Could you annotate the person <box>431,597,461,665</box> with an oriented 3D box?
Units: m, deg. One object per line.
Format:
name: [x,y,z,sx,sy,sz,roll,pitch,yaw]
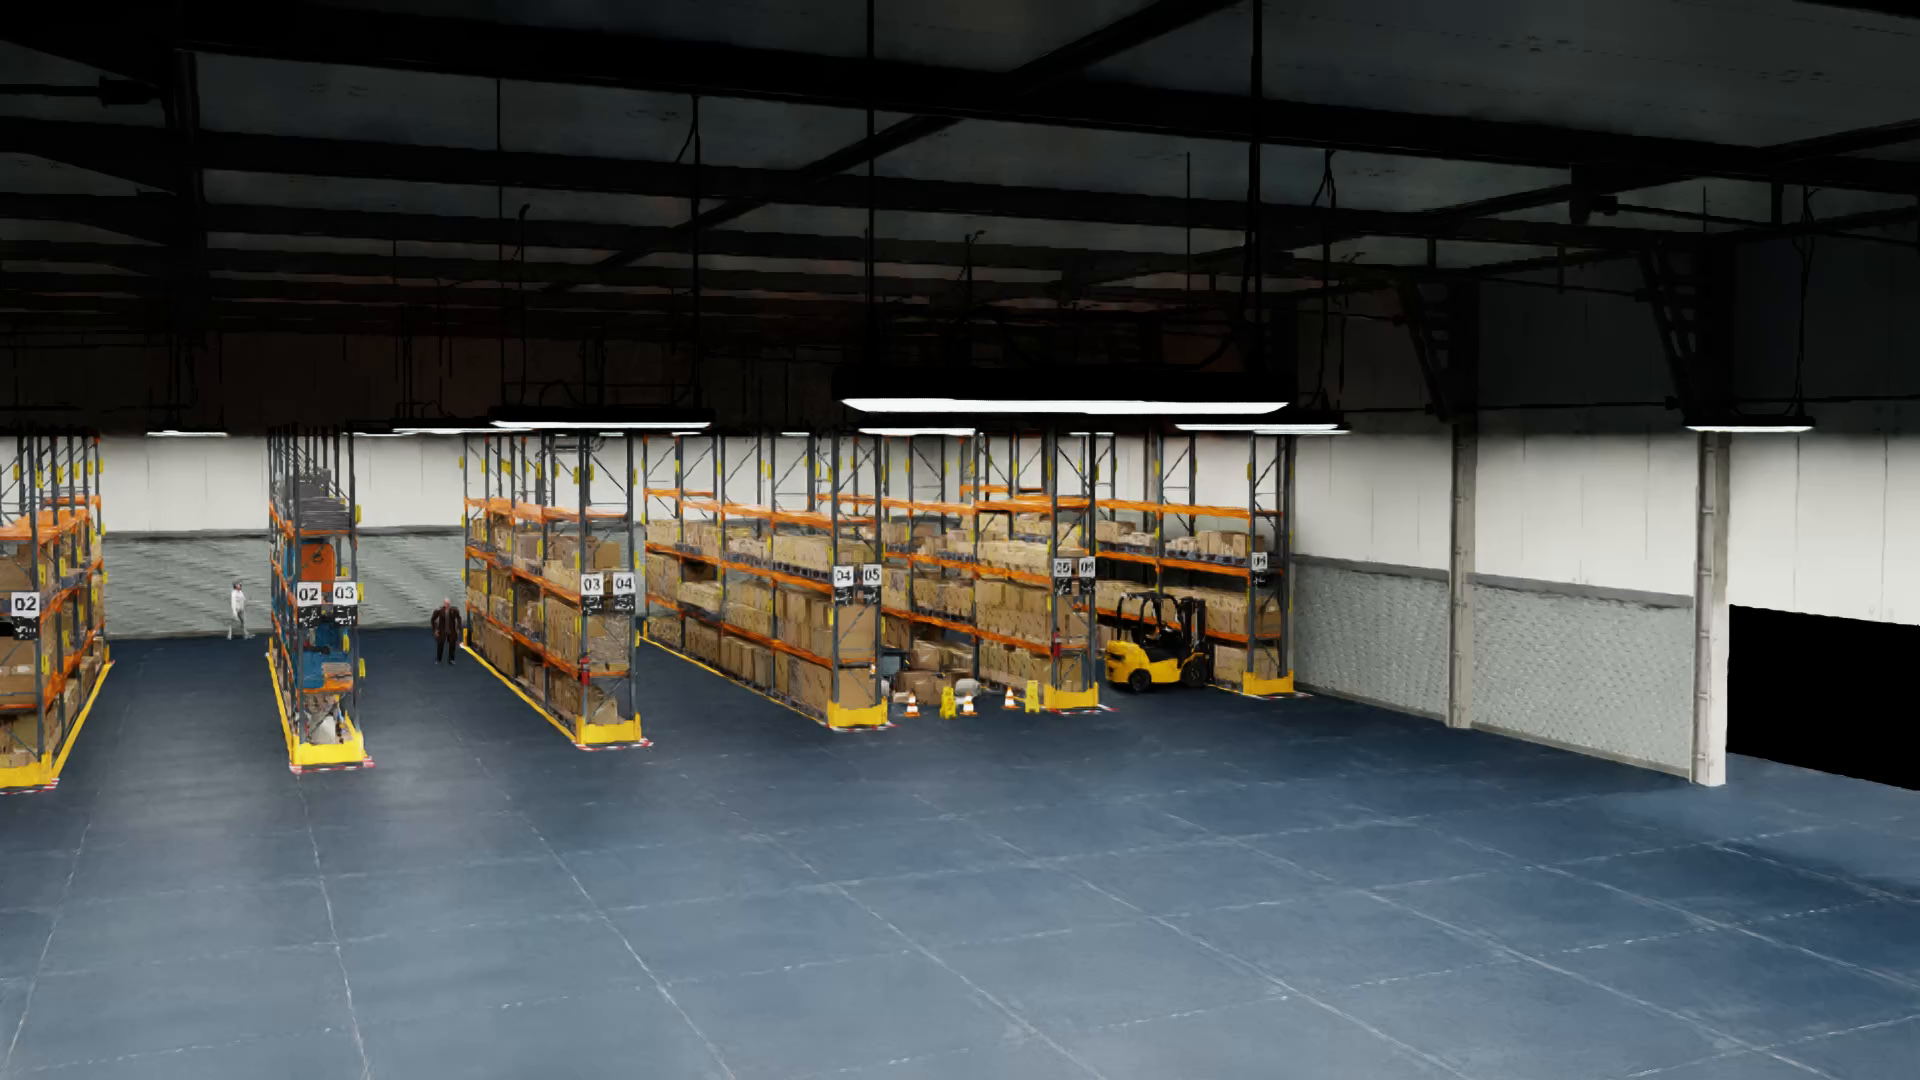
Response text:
person: [-12.974,2.298,41.986,0.729,1.734,0.546,-2,4,-24]

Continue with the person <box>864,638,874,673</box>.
person: [-2.282,2.561,40.357,0.511,1.377,0.463,0,3,5]

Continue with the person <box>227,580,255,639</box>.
person: [-20.573,1.979,47.447,0.552,1.670,0.682,1,4,13]

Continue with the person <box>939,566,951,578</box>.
person: [-0.487,1.645,52.889,0.576,1.716,0.571,2,4,30]
